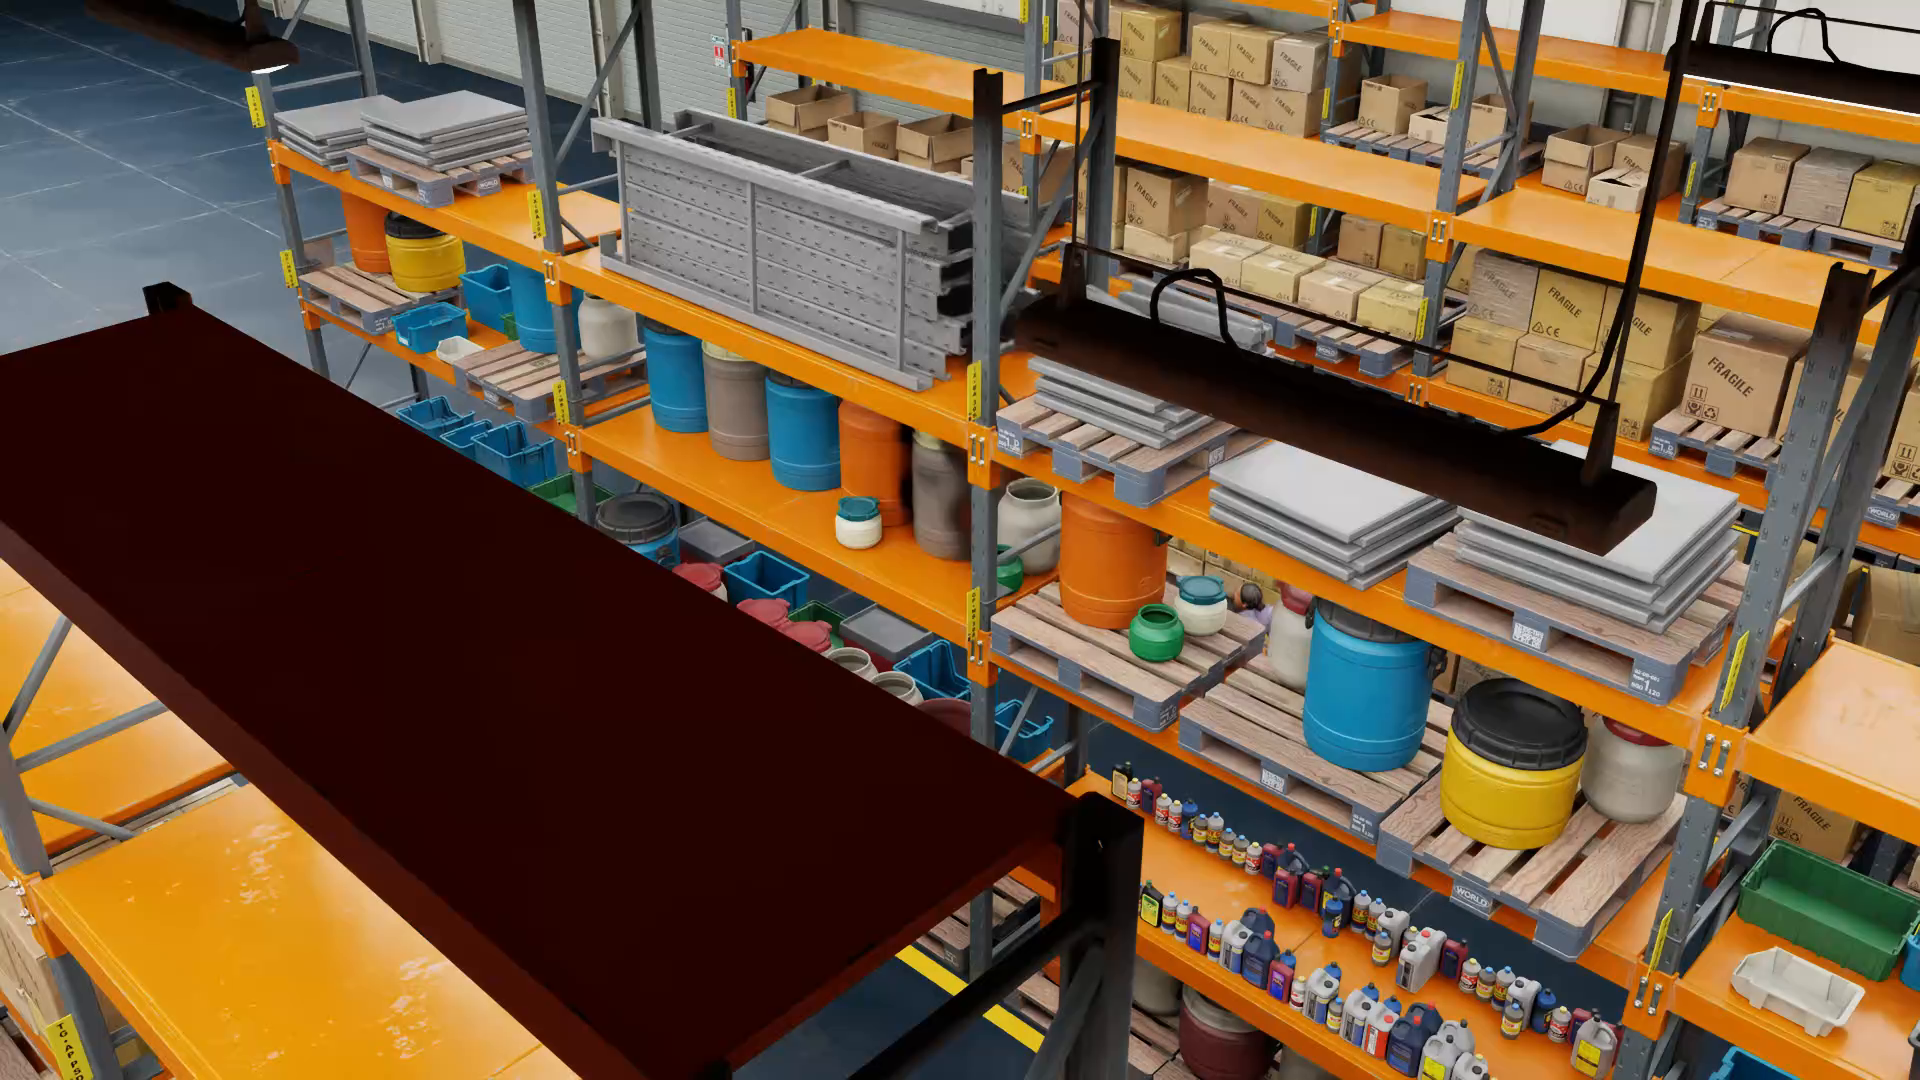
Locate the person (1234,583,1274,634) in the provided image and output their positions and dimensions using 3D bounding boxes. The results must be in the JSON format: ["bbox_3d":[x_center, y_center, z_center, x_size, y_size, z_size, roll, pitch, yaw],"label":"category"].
[{"bbox_3d":[2.199,1.063,12.726,0.771,1.666,0.523,18,34,28],"label":"person"}]
